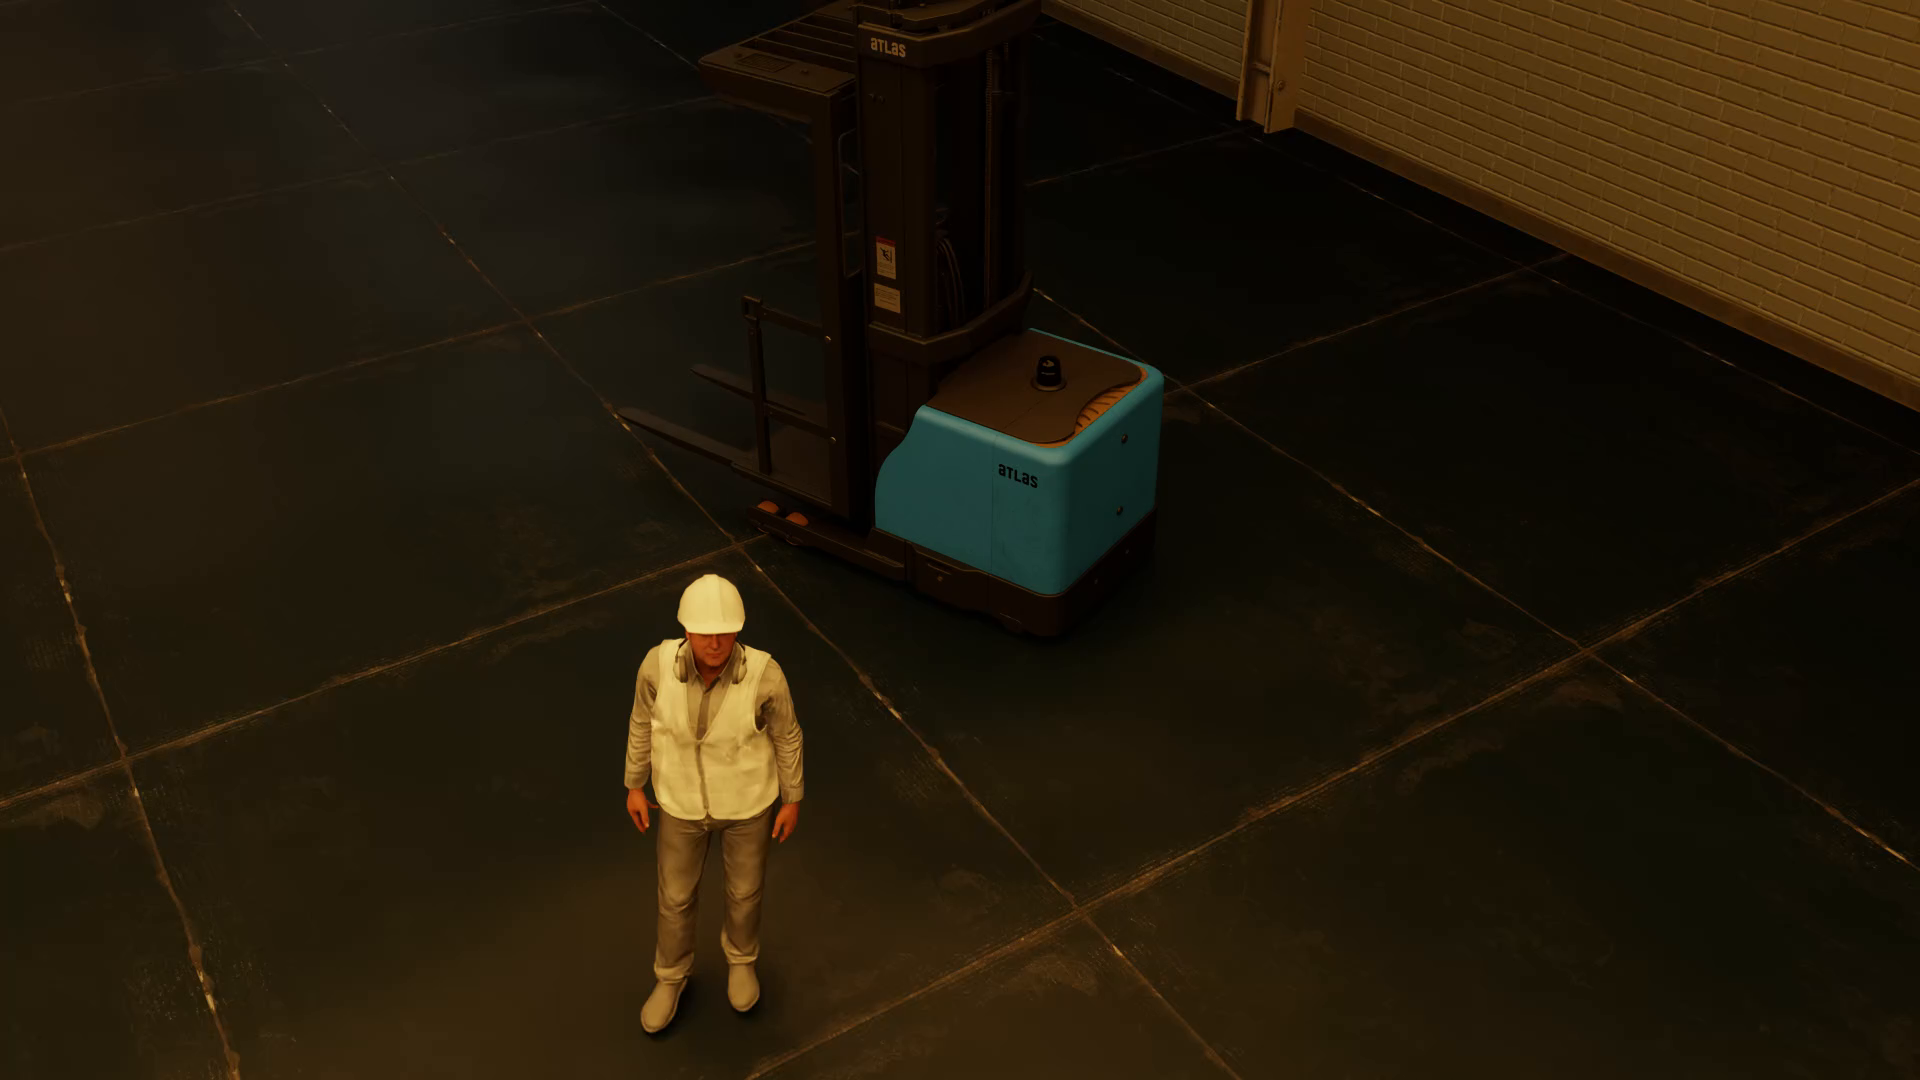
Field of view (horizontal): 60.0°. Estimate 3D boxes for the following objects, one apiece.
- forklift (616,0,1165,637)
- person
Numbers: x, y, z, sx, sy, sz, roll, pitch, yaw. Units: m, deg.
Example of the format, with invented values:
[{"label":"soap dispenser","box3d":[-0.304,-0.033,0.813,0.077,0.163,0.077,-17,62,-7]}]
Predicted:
[{"label":"forklift","box3d":[-0.500,-1.399,8.138,3.031,2.935,1.130,22,41,28]},{"label":"person","box3d":[-0.863,0.938,5.807,0.628,1.774,0.565,1,35,2]}]
